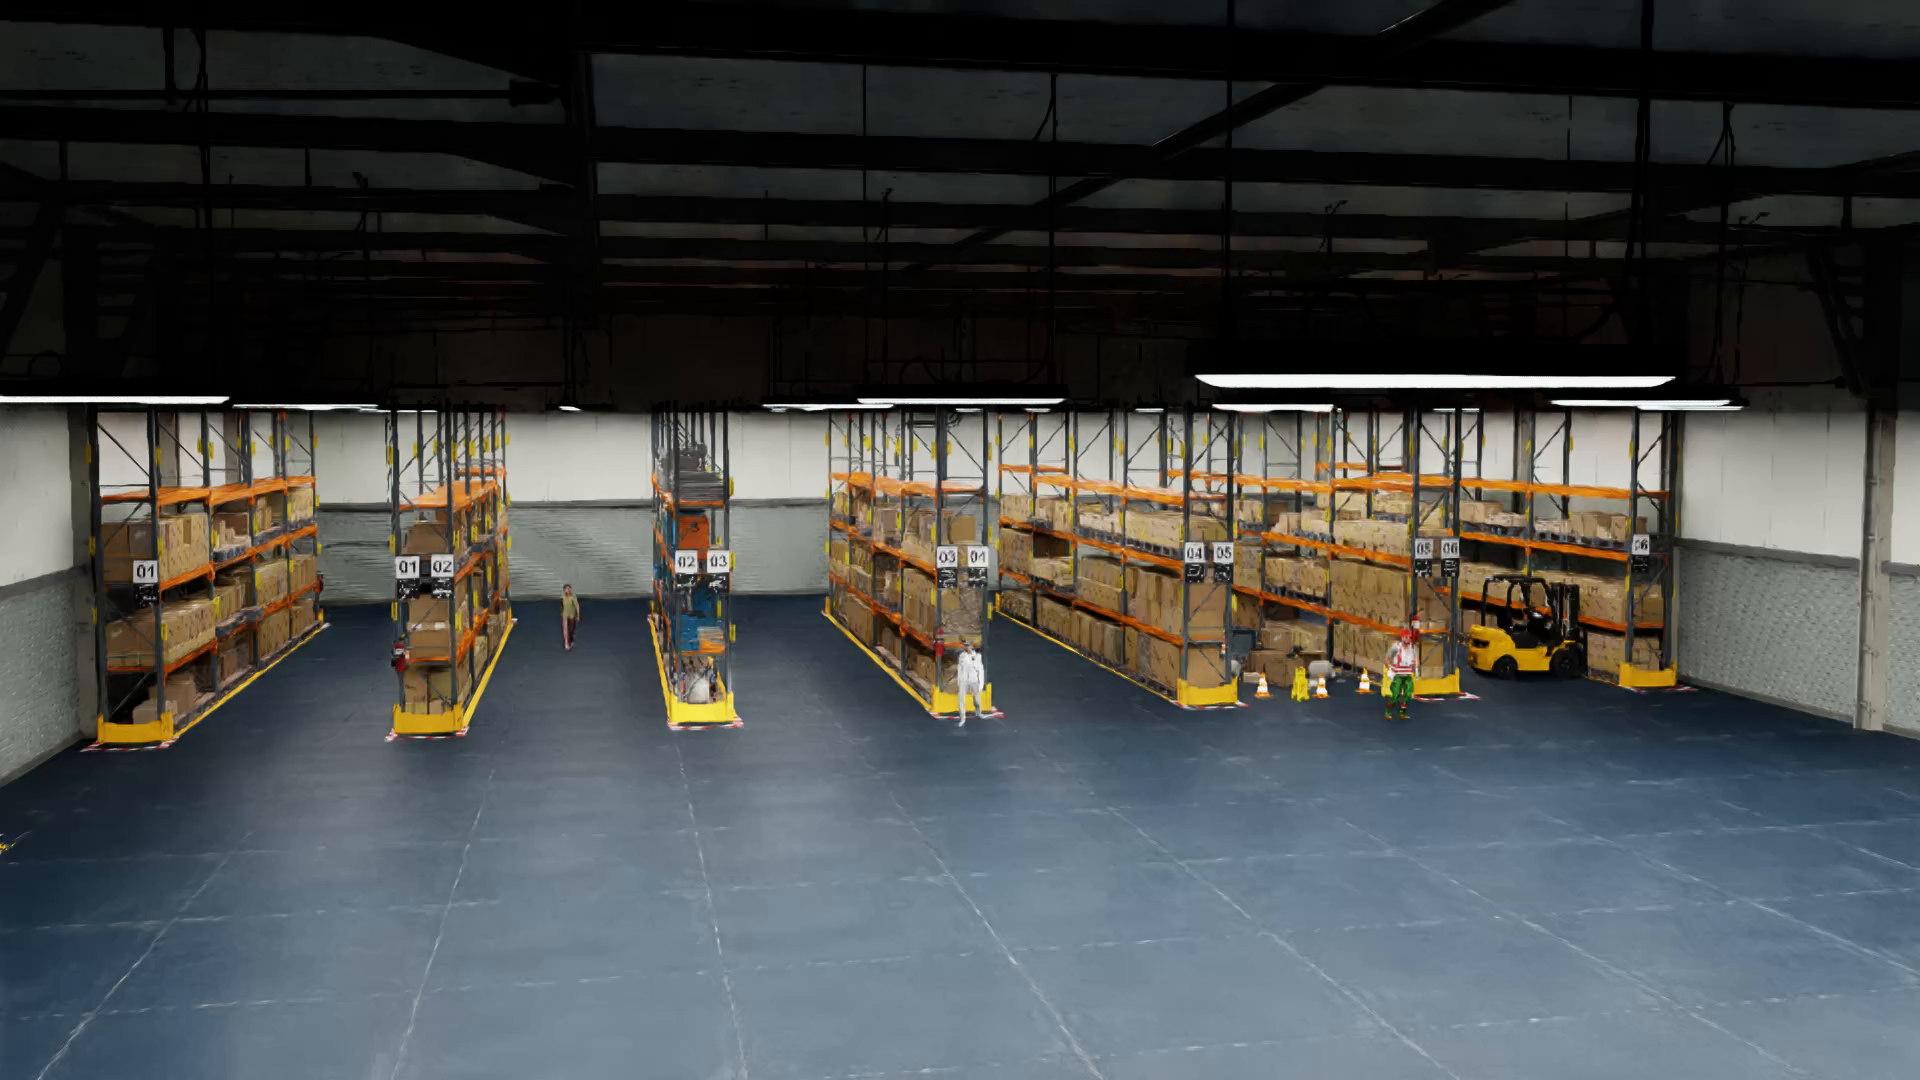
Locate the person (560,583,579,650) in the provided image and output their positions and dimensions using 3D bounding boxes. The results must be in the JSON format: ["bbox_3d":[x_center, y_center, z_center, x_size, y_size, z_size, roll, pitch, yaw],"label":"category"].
[{"bbox_3d":[-9.522,1.856,40.565,0.458,1.612,1.019,-1,4,-13],"label":"person"}]

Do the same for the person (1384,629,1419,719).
[{"bbox_3d":[8.282,2.514,31.149,0.677,1.742,0.551,-1,4,-13],"label":"person"}]

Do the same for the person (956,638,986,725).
[{"bbox_3d":[0.198,2.592,30.795,0.521,1.611,0.934,1,4,9],"label":"person"}]
